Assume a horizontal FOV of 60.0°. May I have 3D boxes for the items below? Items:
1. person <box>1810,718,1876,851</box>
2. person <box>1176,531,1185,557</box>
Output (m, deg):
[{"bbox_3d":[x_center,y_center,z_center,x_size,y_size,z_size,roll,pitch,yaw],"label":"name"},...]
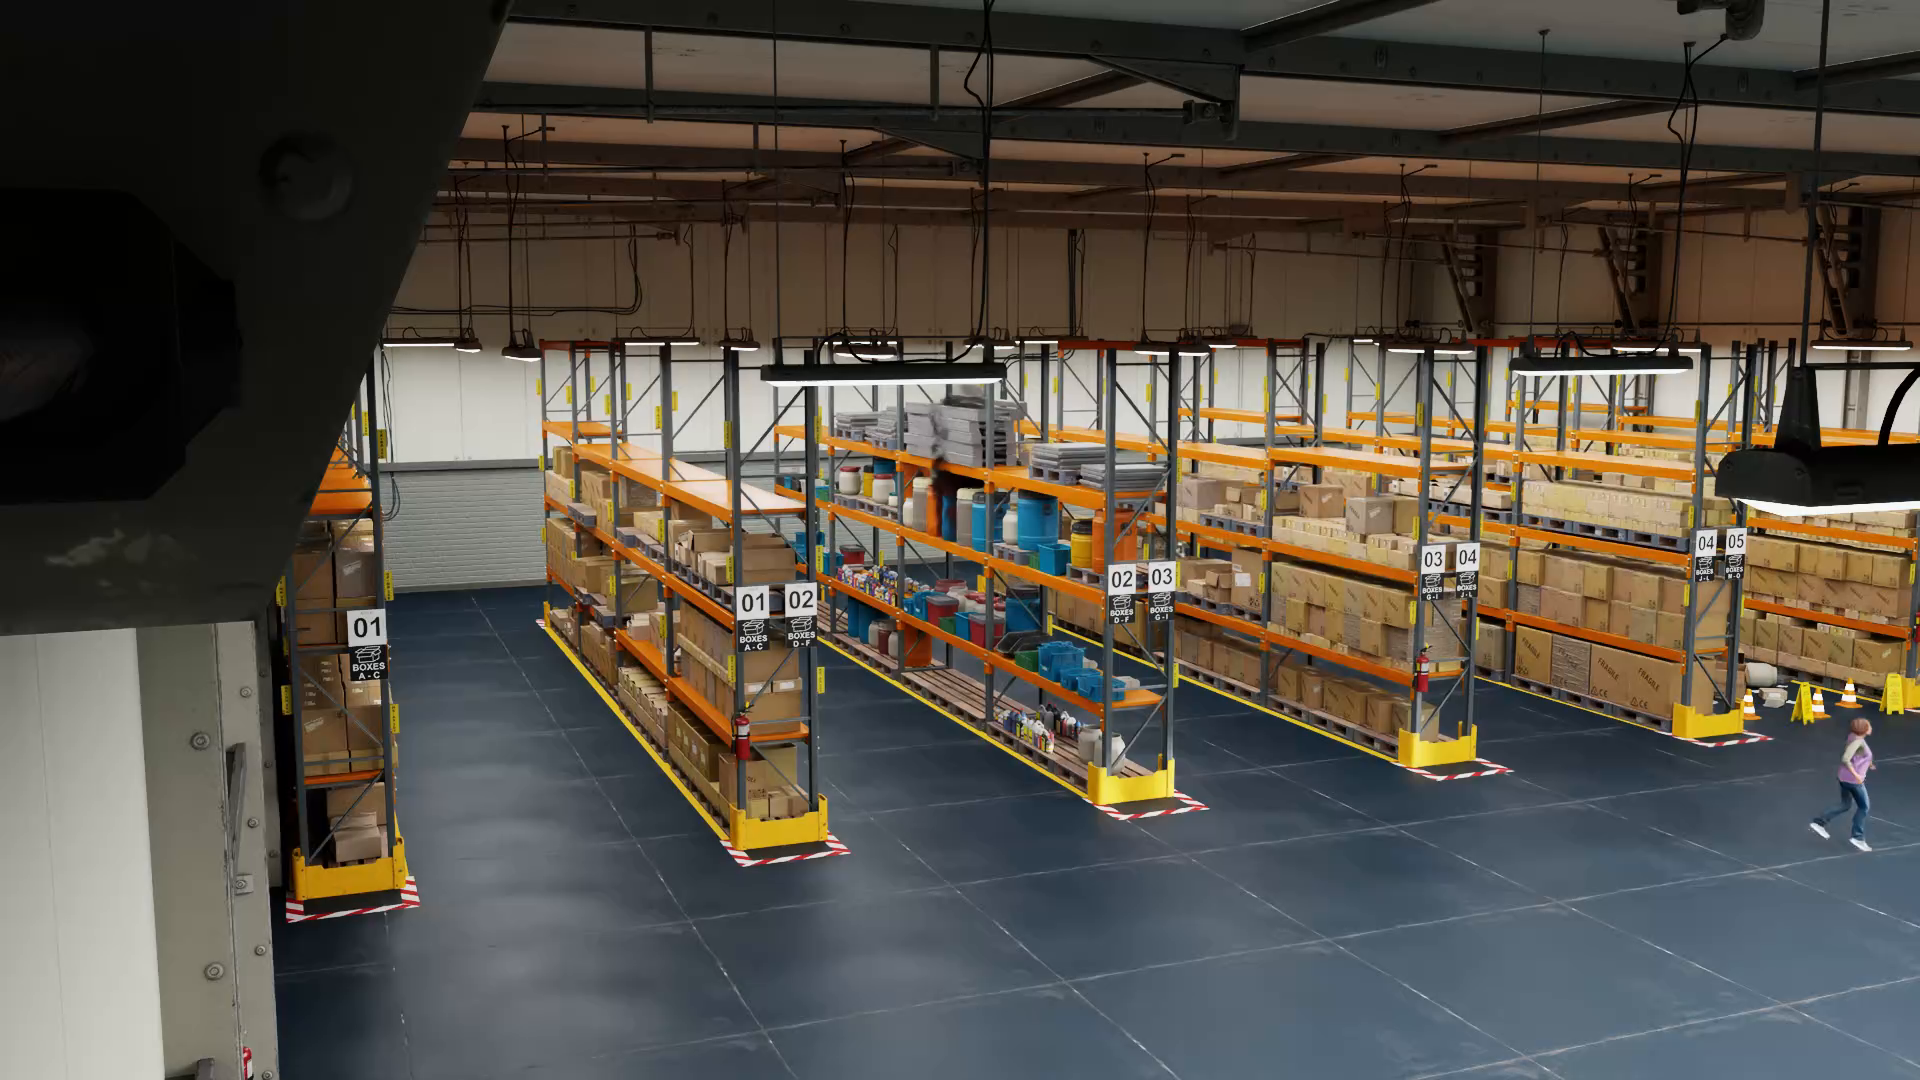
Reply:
[{"bbox_3d":[10.716,2.942,20.152,0.688,1.645,0.543,2,8,16],"label":"person"},{"bbox_3d":[4.890,0.599,37.864,0.649,1.651,0.647,-2,8,-17],"label":"person"}]
